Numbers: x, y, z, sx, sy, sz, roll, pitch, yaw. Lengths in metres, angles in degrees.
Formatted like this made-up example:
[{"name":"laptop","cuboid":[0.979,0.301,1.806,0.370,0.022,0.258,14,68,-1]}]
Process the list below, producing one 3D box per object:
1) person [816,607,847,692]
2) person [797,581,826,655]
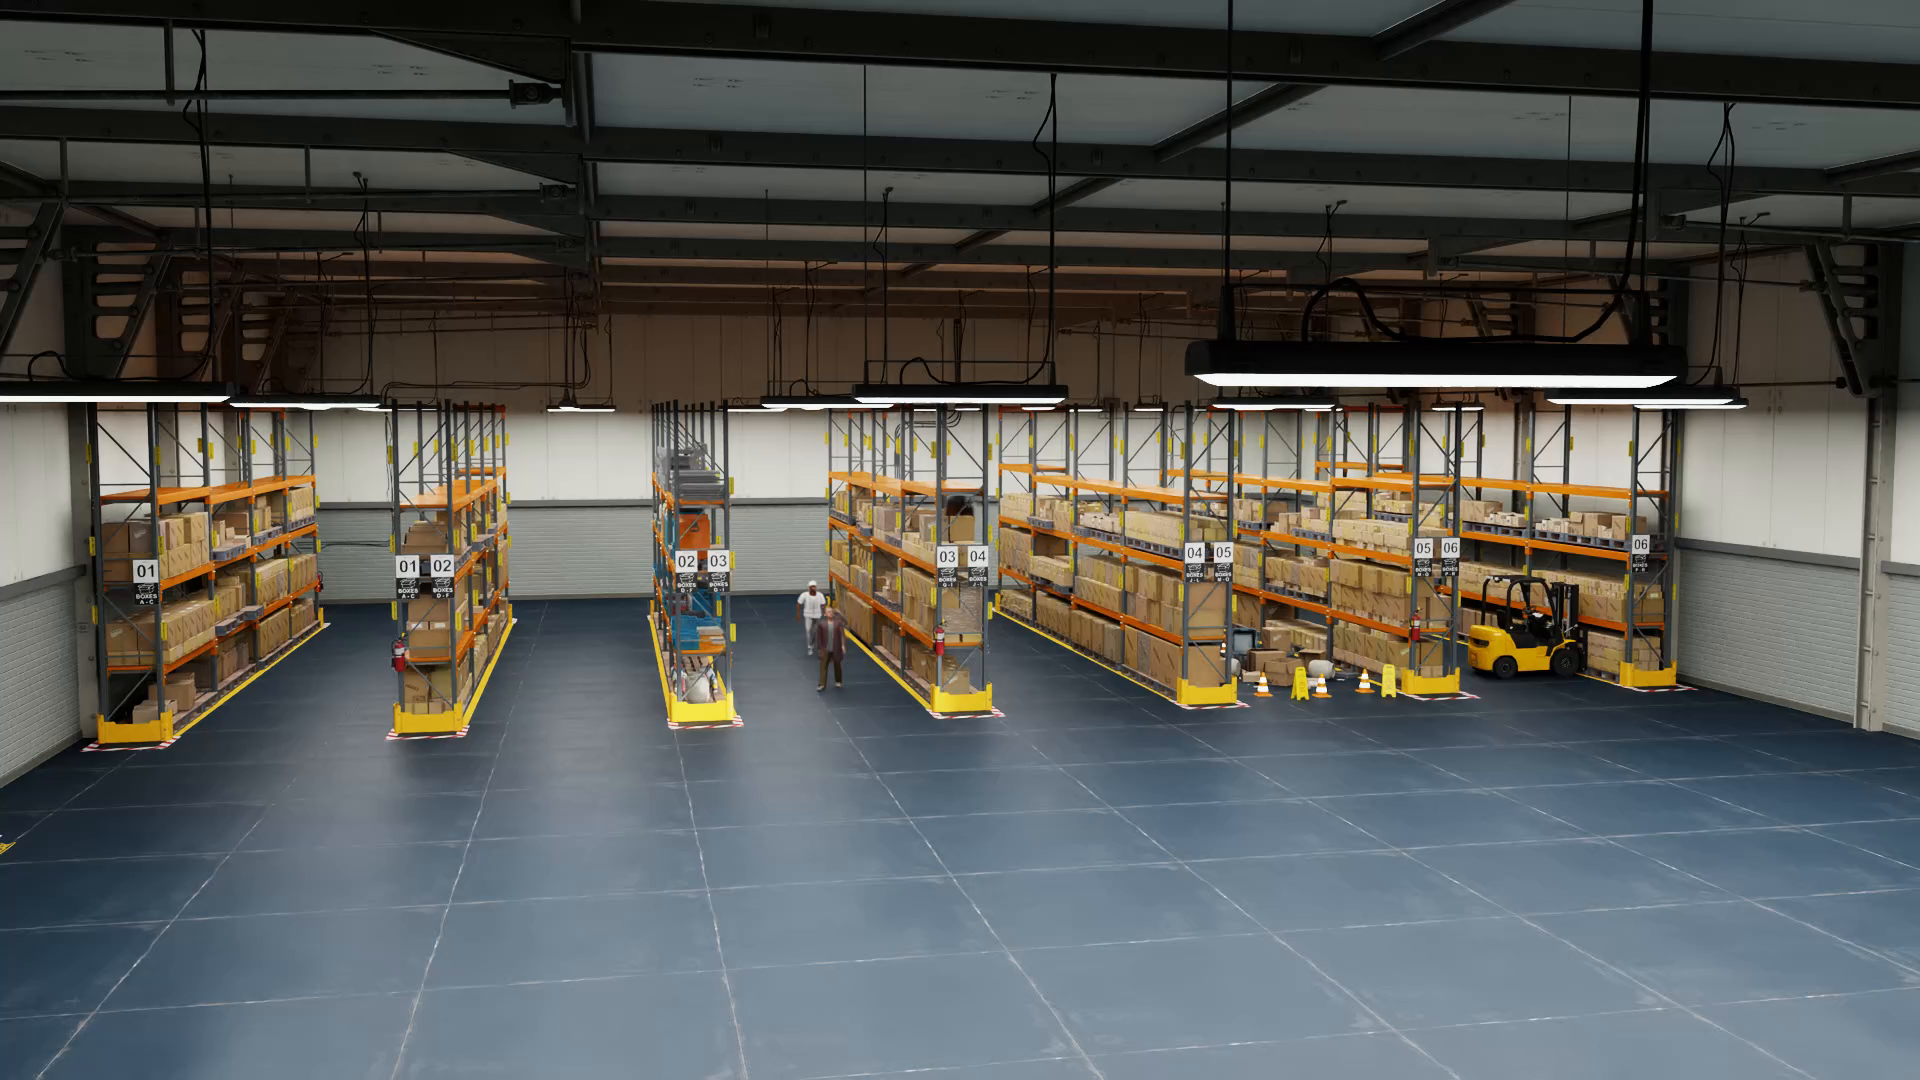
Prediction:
[{"name":"person","cuboid":[-2.653,2.253,34.325,0.670,1.712,1.130,1,4,11]},{"name":"person","cuboid":[-3.568,1.851,40.063,0.694,1.746,1.003,-1,4,-13]}]
